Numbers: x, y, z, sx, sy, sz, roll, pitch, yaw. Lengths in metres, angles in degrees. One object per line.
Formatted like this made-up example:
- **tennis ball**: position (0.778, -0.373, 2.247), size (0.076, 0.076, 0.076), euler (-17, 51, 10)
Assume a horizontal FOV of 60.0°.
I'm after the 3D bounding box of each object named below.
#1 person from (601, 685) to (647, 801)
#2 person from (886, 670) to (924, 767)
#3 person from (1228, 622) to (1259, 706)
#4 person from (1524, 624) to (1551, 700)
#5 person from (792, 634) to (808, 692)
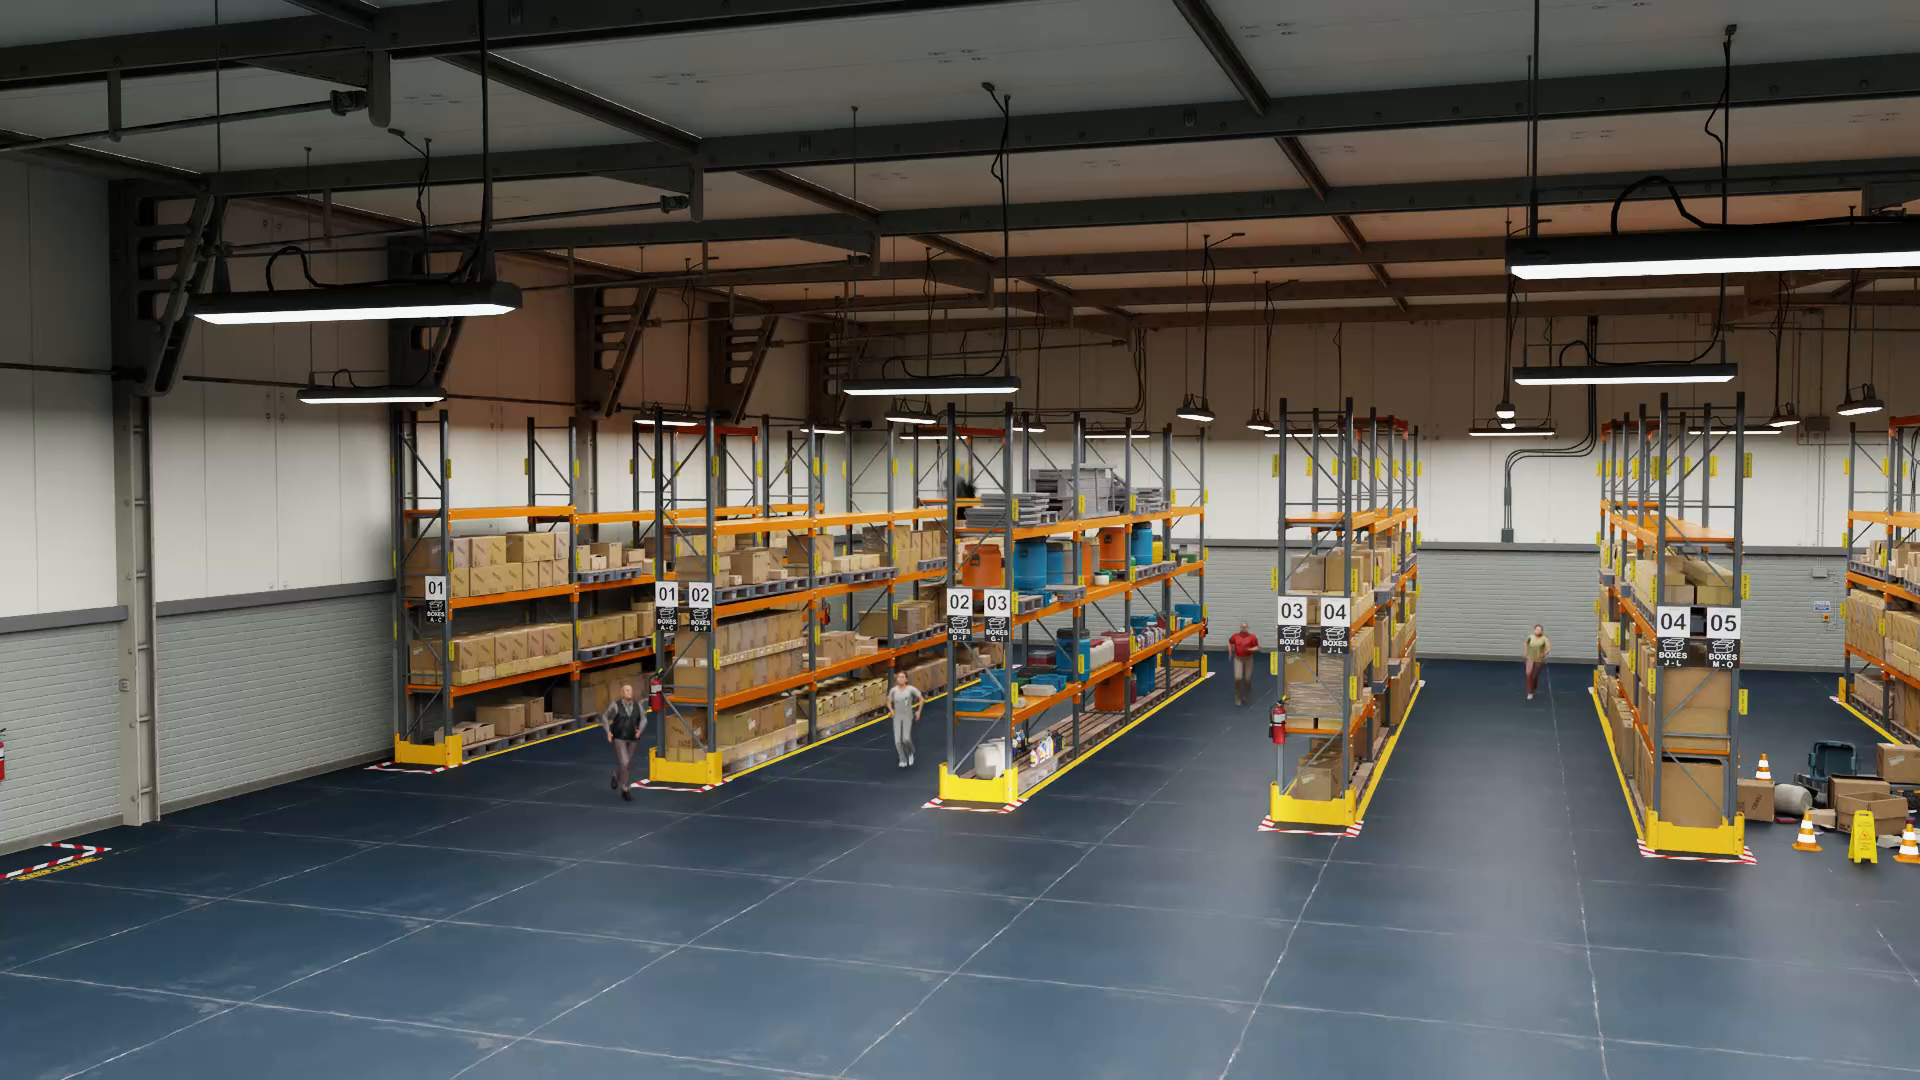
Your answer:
- **person**: position (-5.099, 3.070, 25.413), size (0.670, 1.710, 0.859), euler (-2, 3, -33)
- **person**: position (-0.941, 2.986, 27.696), size (0.603, 1.624, 0.569), euler (1, 2, 12)
- **person**: position (6.018, 2.639, 35.304), size (0.629, 1.801, 0.775), euler (0, 2, 6)
- **person**: position (12.604, 2.642, 36.298), size (0.554, 1.619, 0.936), euler (1, 3, 26)
- **person**: position (-3.464, 2.618, 34.686), size (0.697, 1.831, 0.966), euler (1, 3, 14)
